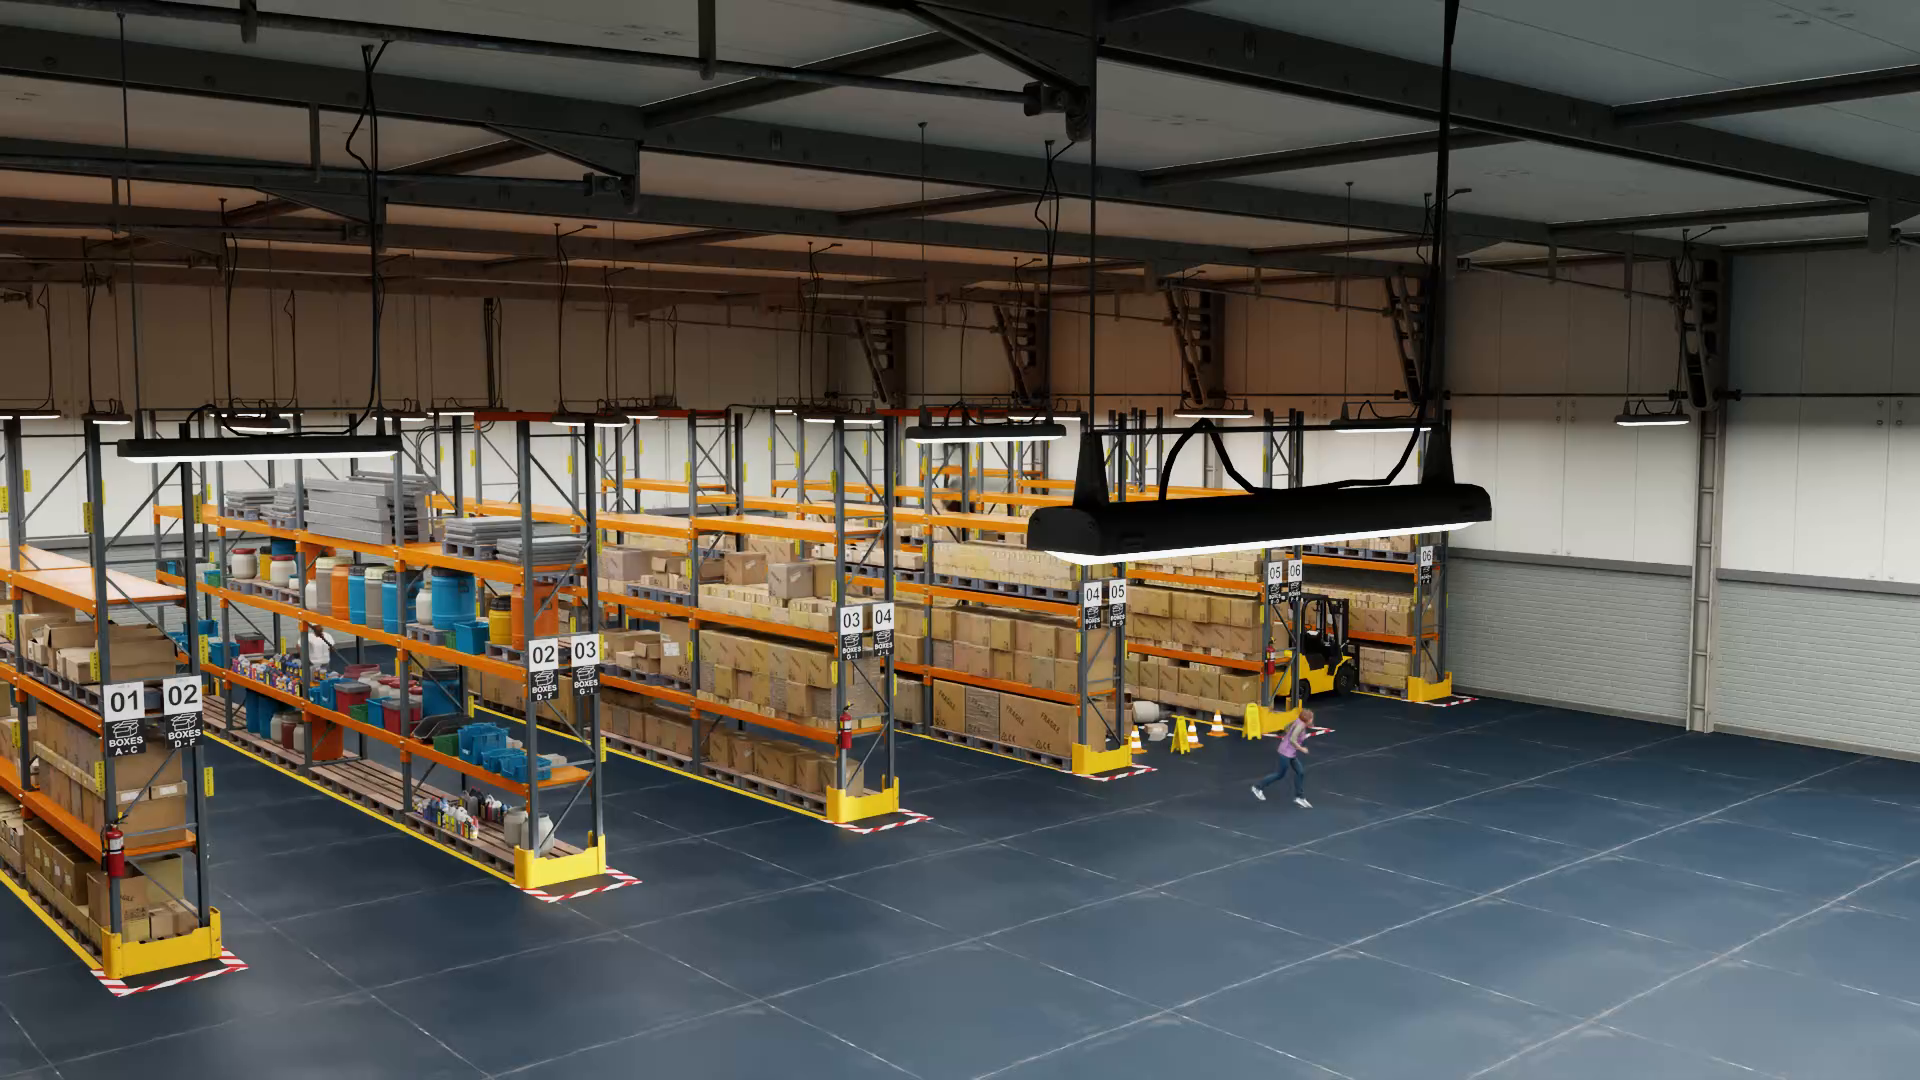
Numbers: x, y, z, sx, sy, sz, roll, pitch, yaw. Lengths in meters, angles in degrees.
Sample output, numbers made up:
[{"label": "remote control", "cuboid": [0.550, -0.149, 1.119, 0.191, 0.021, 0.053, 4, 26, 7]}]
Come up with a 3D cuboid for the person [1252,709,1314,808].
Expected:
[{"label": "person", "cuboid": [4.959, 3.347, 25.571, 0.921, 1.545, 0.577, 1, 5, 10]}]

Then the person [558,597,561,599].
[{"label": "person", "cuboid": [-9.350, 2.125, 38.615, 0.577, 1.624, 0.773, -5, 7, -43]}]

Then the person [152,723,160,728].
[{"label": "person", "cuboid": [-13.425, 3.064, 27.403, 0.791, 1.733, 0.714, 4, 7, 42]}]

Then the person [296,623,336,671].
[{"label": "person", "cuboid": [-12.930, 2.502, 33.538, 0.795, 1.827, 0.675, 3, 6, 34]}]
